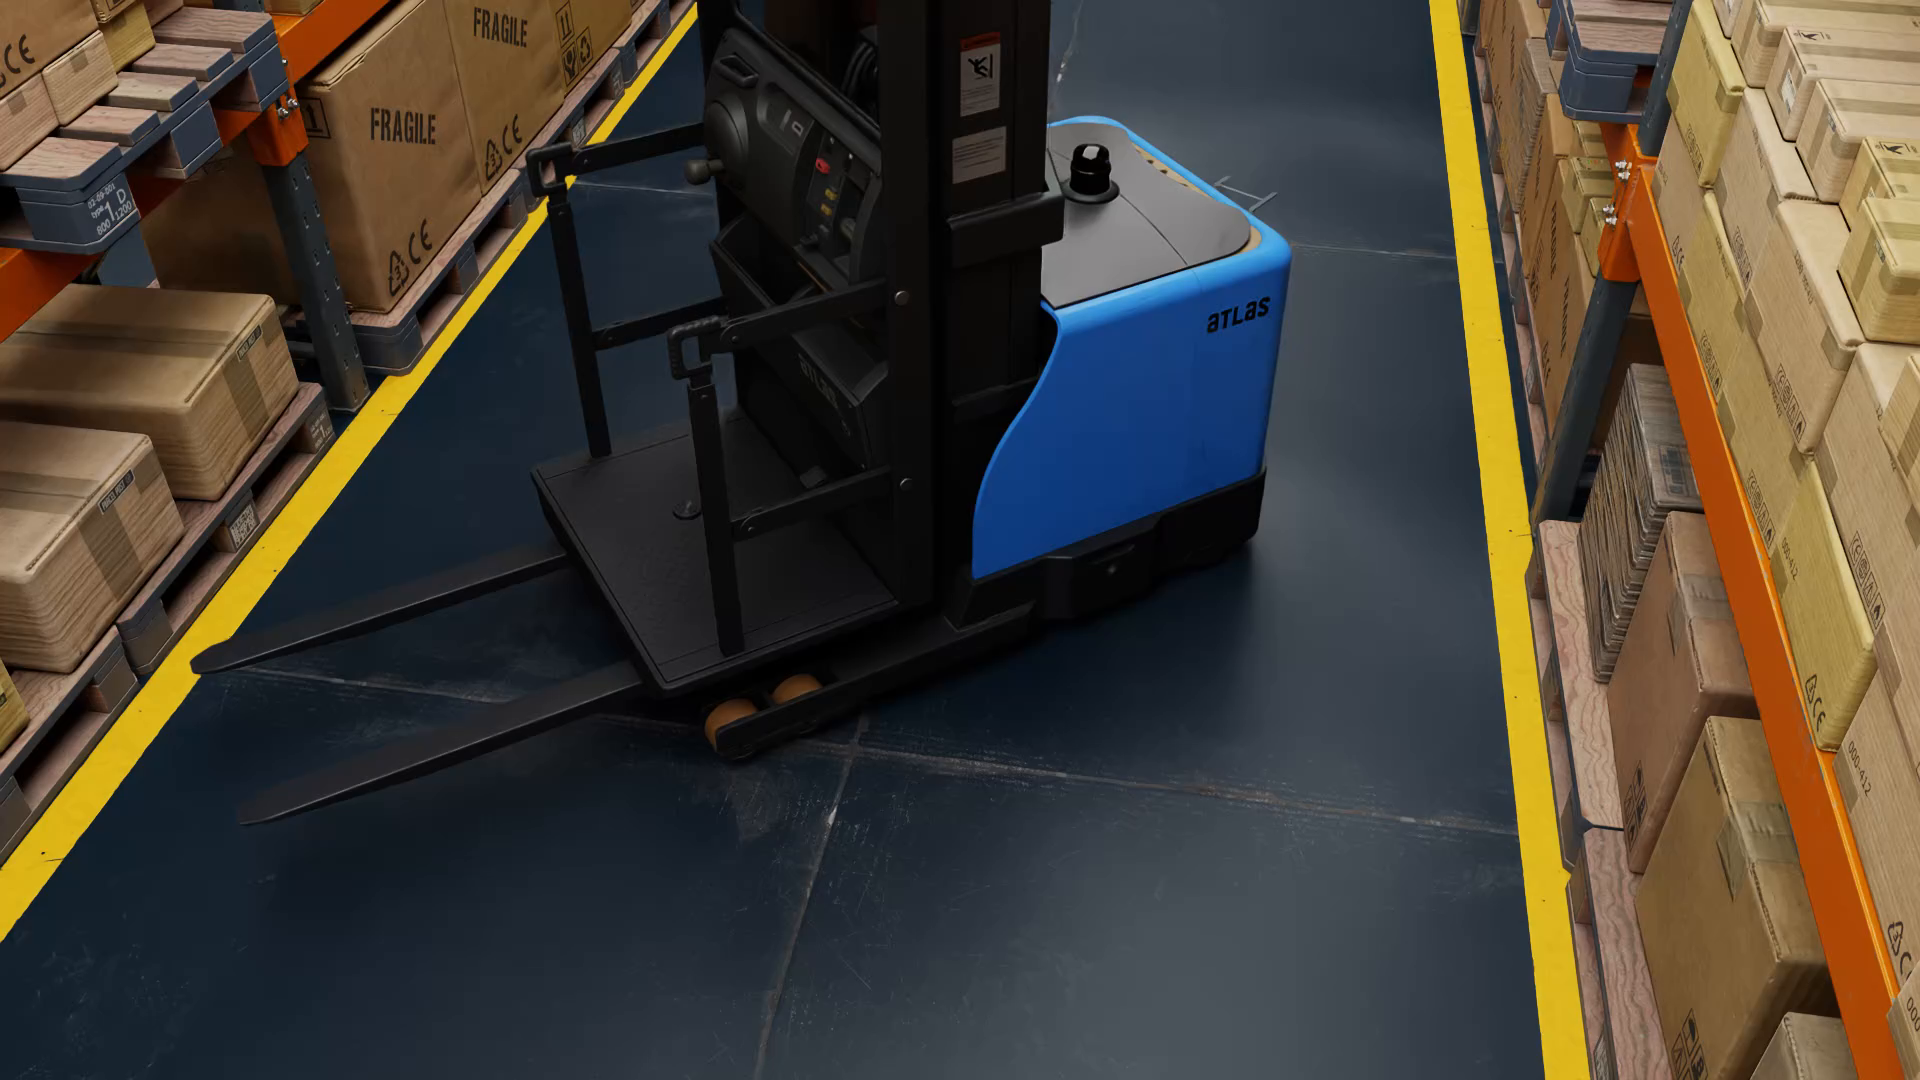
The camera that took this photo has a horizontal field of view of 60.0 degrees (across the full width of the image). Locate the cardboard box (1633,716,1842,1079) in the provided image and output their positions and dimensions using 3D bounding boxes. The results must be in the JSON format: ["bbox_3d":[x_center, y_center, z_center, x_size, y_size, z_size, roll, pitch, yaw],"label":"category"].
[{"bbox_3d":[1.967,0.838,3.416,0.875,0.625,0.625,5,40,6],"label":"cardboard box"}]

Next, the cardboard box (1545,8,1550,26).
[{"bbox_3d":[2.514,-2.075,6.529,0.380,0.149,0.250,8,40,9],"label":"cardboard box"}]

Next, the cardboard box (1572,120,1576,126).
[{"bbox_3d":[2.385,-1.577,5.927,0.380,0.149,0.250,6,40,7],"label":"cardboard box"}]

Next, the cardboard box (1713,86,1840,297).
[{"bbox_3d":[1.905,-0.708,3.478,0.500,0.250,0.500,8,40,9],"label":"cardboard box"}]

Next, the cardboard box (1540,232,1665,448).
[{"bbox_3d":[2.171,-0.626,5.286,0.500,0.500,0.500,7,40,9],"label":"cardboard box"}]

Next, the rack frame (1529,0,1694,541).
[{"bbox_3d":[2.310,-1.139,4.273,1.000,3.000,0.127,6,40,8],"label":"rack frame"}]

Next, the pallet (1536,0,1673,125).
[{"bbox_3d":[2.358,-1.498,4.858,1.213,0.211,1.003,6,40,8],"label":"pallet"}]

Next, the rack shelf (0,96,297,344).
[{"bbox_3d":[-2.926,-0.151,3.644,1.077,0.370,4.000,6,40,8],"label":"rack shelf"}]

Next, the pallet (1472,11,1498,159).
[{"bbox_3d":[2.899,-2.060,7.576,1.003,0.211,1.213,6,40,8],"label":"pallet"}]

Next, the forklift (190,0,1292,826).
[{"bbox_3d":[-0.606,-0.920,4.063,3.031,2.935,1.130,-20,44,-22],"label":"forklift"}]

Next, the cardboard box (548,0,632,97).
[{"bbox_3d":[-2.064,-2.571,7.344,0.875,0.875,0.875,7,40,9],"label":"cardboard box"}]

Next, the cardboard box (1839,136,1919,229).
[{"bbox_3d":[1.854,-0.602,3.036,0.380,0.149,0.250,7,40,8],"label":"cardboard box"}]

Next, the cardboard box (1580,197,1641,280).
[{"bbox_3d":[2.146,-0.925,5.138,0.380,0.149,0.250,5,40,5],"label":"cardboard box"}]

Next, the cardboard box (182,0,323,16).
[{"bbox_3d":[-2.247,-1.905,5.318,0.500,0.250,0.500,6,40,7],"label":"cardboard box"}]

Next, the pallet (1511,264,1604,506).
[{"bbox_3d":[2.476,-0.528,5.724,1.003,0.211,1.213,6,40,8],"label":"pallet"}]

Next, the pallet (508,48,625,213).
[{"bbox_3d":[-2.155,-1.859,7.333,1.003,0.211,1.213,6,40,8],"label":"pallet"}]

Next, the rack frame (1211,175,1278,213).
[{"bbox_3d":[0.794,-1.135,6.326,0.240,0.006,1.200,28,47,29],"label":"rack frame"}]

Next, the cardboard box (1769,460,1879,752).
[{"bbox_3d":[1.727,0.135,2.850,0.500,0.250,0.500,8,40,9],"label":"cardboard box"}]

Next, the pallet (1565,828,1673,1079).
[{"bbox_3d":[1.916,1.212,3.619,1.003,0.211,1.213,6,40,8],"label":"pallet"}]

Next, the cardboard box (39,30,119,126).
[{"bbox_3d":[-2.379,-1.178,4.188,0.380,0.149,0.250,6,40,7],"label":"cardboard box"}]

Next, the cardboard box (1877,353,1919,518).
[{"bbox_3d":[1.620,-0.136,2.473,0.380,0.149,0.250,5,40,6],"label":"cardboard box"}]

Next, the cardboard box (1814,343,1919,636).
[{"bbox_3d":[1.733,-0.058,2.692,0.500,0.250,0.500,7,40,8],"label":"cardboard box"}]

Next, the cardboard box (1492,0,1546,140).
[{"bbox_3d":[2.524,-1.921,6.851,0.500,0.500,0.500,5,40,6],"label":"cardboard box"}]

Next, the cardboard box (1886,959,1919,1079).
[{"bbox_3d":[1.529,0.768,2.085,0.500,0.250,0.500,6,40,7],"label":"cardboard box"}]

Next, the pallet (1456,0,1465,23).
[{"bbox_3d":[3.122,-3.005,8.719,1.003,0.211,1.213,6,40,8],"label":"pallet"}]

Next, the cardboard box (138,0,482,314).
[{"bbox_3d":[-2.378,-1.451,5.989,0.875,0.875,0.875,6,40,7],"label":"cardboard box"}]

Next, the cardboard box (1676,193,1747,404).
[{"bbox_3d":[1.901,-0.514,3.636,0.500,0.250,0.500,6,40,7],"label":"cardboard box"}]

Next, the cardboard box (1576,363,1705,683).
[{"bbox_3d":[2.189,0.005,4.425,0.875,0.625,0.625,8,40,9],"label":"cardboard box"}]

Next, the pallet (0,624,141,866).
[{"bbox_3d":[-2.930,0.645,4.305,1.003,0.211,1.213,6,40,8],"label":"pallet"}]

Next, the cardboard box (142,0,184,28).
[{"bbox_3d":[-2.404,-1.517,4.598,0.380,0.149,0.250,8,40,9],"label":"cardboard box"}]

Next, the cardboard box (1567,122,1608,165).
[{"bbox_3d":[2.252,-1.260,5.543,0.380,0.149,0.250,5,40,6],"label":"cardboard box"}]

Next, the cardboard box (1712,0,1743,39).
[{"bbox_3d":[1.965,-1.260,3.832,0.380,0.149,0.250,8,40,9],"label":"cardboard box"}]

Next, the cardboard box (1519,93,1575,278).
[{"bbox_3d":[2.356,-1.268,6.062,0.500,0.500,0.500,8,40,10],"label":"cardboard box"}]

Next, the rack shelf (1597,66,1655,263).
[{"bbox_3d":[2.656,-2.117,6.021,1.077,0.370,4.000,6,40,8],"label":"rack shelf"}]

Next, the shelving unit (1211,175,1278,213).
[{"bbox_3d":[0.793,-1.064,6.384,0.258,0.189,1.200,28,47,29],"label":"shelving unit"}]

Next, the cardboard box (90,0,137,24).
[{"bbox_3d":[-2.384,-1.683,4.290,0.500,0.500,0.500,5,40,6],"label":"cardboard box"}]

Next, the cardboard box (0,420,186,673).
[{"bbox_3d":[-2.807,-0.015,4.647,0.950,0.372,0.625,6,40,7],"label":"cardboard box"}]

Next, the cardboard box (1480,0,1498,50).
[{"bbox_3d":[2.697,-2.569,7.635,0.500,0.500,0.500,8,40,10],"label":"cardboard box"}]

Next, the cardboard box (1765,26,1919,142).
[{"bbox_3d":[1.901,-0.928,3.431,0.380,0.149,0.250,7,40,9],"label":"cardboard box"}]
